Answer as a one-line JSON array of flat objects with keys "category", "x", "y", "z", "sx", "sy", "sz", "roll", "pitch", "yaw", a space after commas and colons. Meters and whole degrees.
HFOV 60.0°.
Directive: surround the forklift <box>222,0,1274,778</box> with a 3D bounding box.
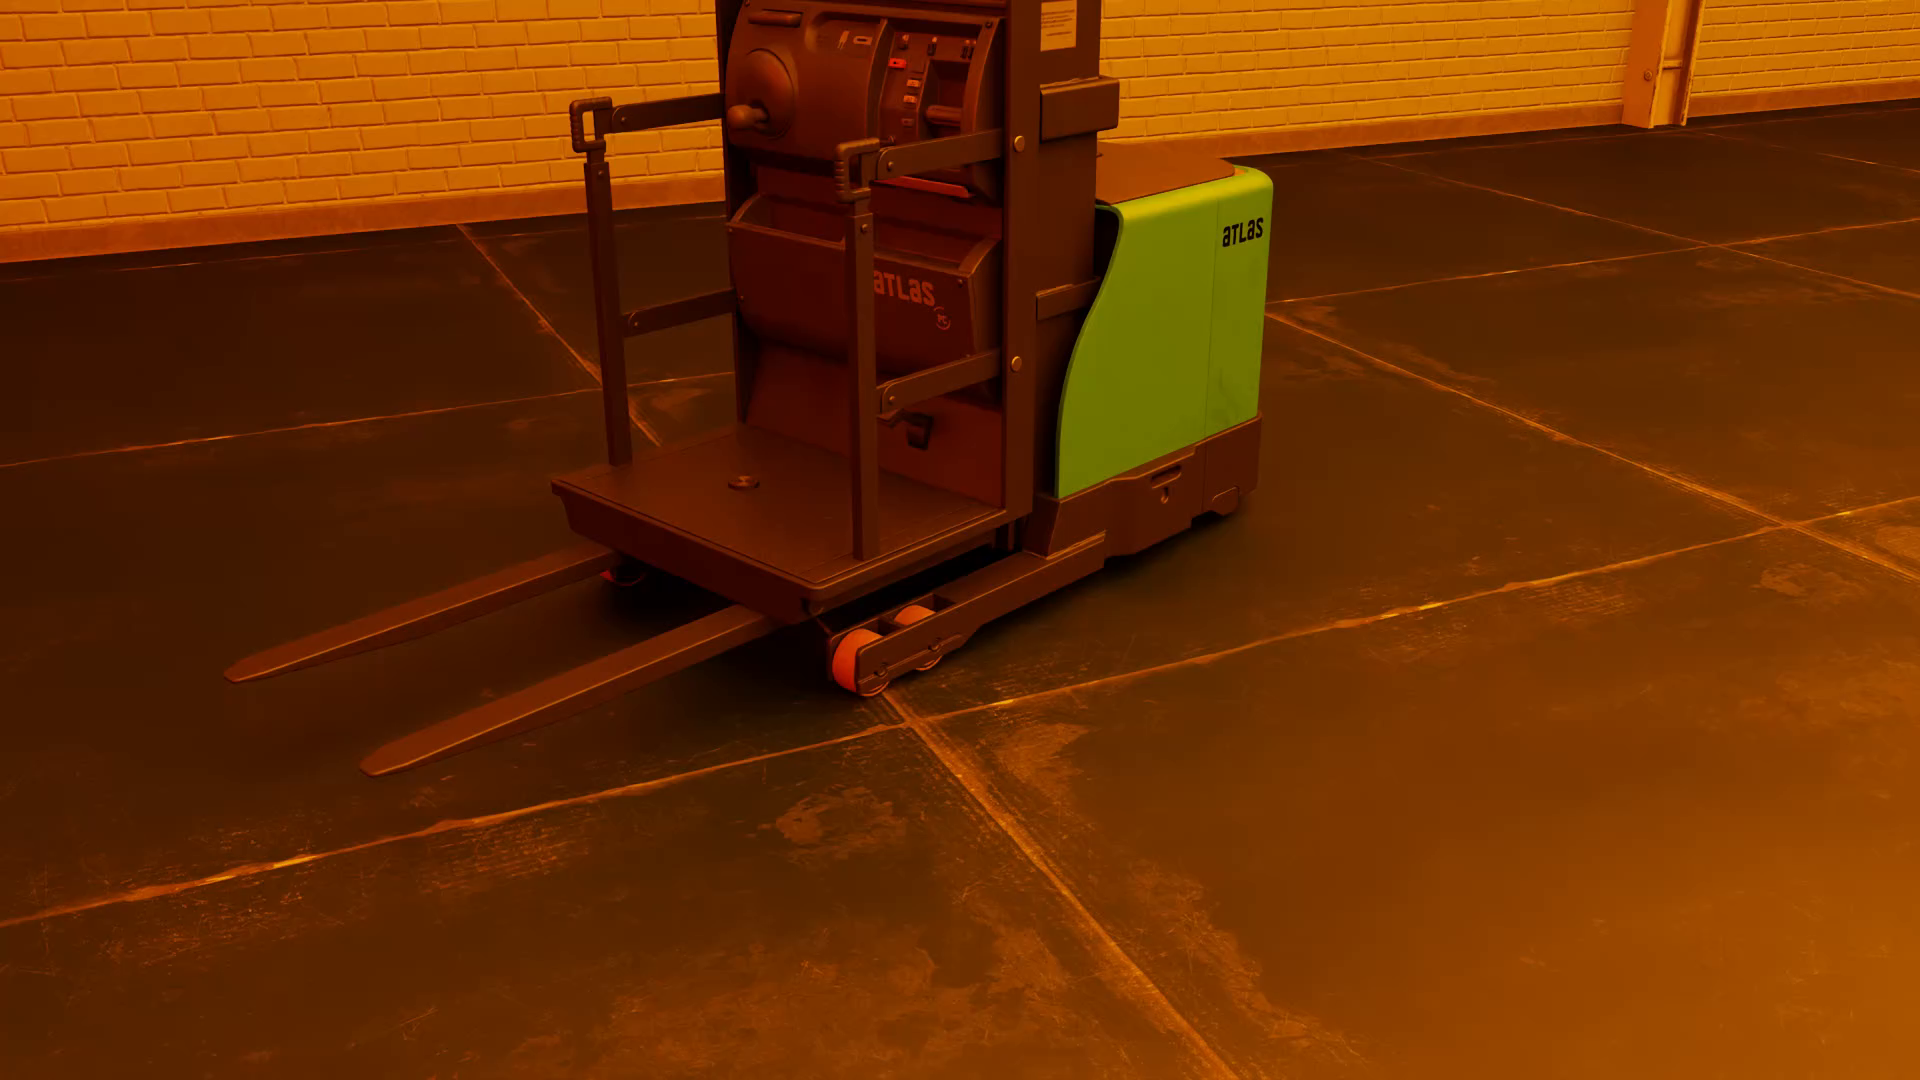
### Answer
[{"category": "forklift", "x": -0.413, "y": -1.182, "z": 4.131, "sx": 1.130, "sy": 2.935, "sz": 3.031, "roll": 19, "pitch": 29, "yaw": 39}]
